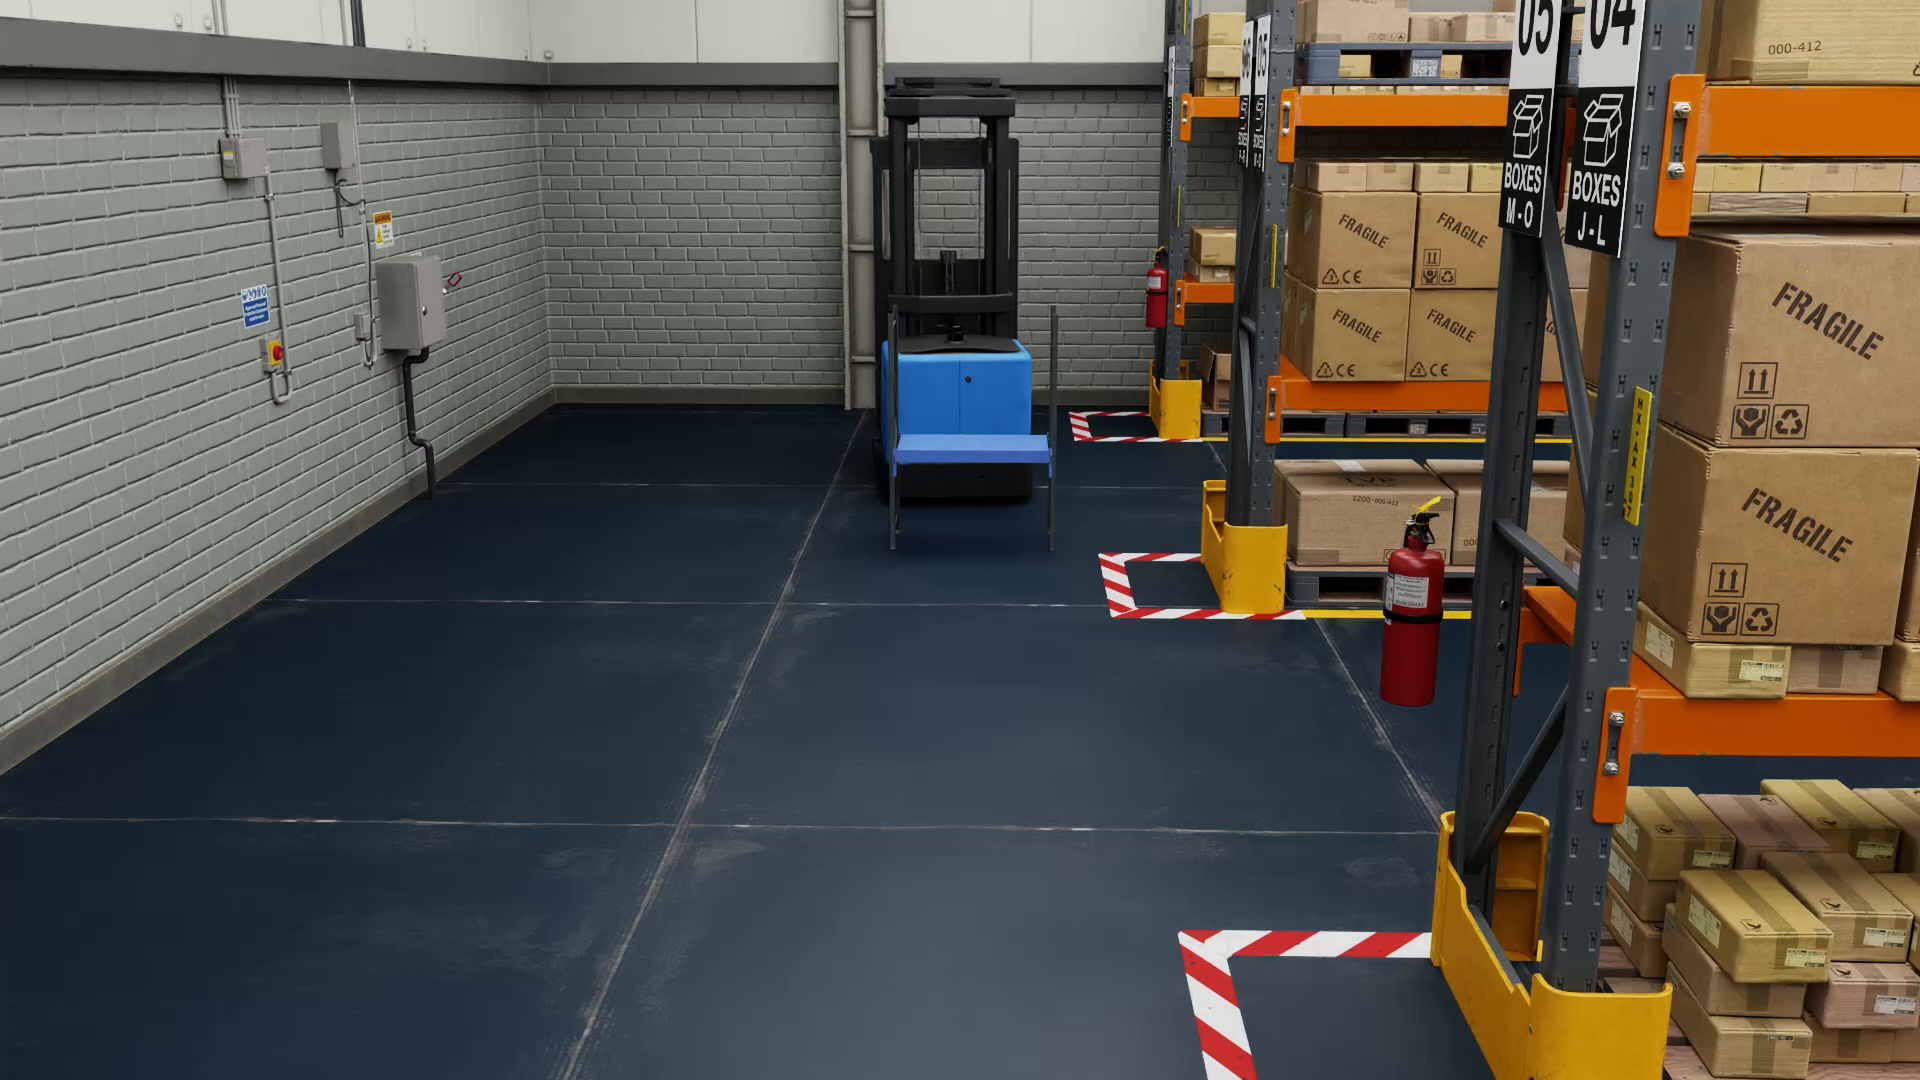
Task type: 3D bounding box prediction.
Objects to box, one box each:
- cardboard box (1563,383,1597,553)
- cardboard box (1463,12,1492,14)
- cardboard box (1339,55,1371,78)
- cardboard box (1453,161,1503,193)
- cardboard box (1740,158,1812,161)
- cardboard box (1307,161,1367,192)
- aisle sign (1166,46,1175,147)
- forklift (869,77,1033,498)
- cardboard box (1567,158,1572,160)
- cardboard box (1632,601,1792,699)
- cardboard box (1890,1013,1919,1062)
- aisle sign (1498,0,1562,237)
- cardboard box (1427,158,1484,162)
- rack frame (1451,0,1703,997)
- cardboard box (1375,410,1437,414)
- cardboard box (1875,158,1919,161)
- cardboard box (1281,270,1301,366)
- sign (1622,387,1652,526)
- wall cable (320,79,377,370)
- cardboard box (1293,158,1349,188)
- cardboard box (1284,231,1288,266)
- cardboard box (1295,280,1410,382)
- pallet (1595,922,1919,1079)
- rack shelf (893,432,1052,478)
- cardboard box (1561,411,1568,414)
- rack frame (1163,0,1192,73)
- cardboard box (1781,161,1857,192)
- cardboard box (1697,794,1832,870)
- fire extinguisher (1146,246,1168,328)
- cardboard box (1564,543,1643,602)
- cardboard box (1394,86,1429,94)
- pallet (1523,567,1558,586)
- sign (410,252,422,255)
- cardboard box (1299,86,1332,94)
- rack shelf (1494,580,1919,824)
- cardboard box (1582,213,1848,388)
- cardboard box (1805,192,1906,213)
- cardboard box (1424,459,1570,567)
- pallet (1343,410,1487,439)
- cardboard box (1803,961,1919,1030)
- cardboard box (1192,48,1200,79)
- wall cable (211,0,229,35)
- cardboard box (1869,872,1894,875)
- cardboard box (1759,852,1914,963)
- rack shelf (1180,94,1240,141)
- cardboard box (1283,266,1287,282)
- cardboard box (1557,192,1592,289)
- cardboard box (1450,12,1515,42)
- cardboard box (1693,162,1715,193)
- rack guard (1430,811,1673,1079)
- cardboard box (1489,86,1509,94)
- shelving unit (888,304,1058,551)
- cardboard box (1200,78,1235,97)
[{"bbox_3d":[2.110,-0.178,4.855,0.500,0.500,0.500,1,15,3],"label":"cardboard box"},{"bbox_3d":[4.276,-4.138,13.493,0.500,0.250,0.500,1,15,2],"label":"cardboard box"},{"bbox_3d":[3.259,-3.896,13.559,0.500,0.250,0.500,0,15,0],"label":"cardboard box"},{"bbox_3d":[2.811,-1.947,8.912,0.250,0.149,0.380,0,15,0],"label":"cardboard box"},{"bbox_3d":[4.609,-2.079,9.414,0.250,0.149,0.380,0,15,1],"label":"cardboard box"},{"bbox_3d":[2.027,-1.958,8.956,0.250,0.149,0.380,1,15,3],"label":"cardboard box"},{"bbox_3d":[1.726,-3.634,13.639,0.004,0.787,0.394,0,15,1],"label":"aisle sign"},{"bbox_3d":[-0.127,-2.034,12.805,1.130,2.935,3.031,-1,15,-5],"label":"forklift"},{"bbox_3d":[3.582,-2.079,9.414,0.250,0.149,0.380,1,15,3],"label":"cardboard box"},{"bbox_3d":[1.969,0.284,4.375,0.250,0.149,0.380,0,15,1],"label":"cardboard box"},{"bbox_3d":[2.682,1.318,4.729,0.250,0.149,0.380,1,15,2],"label":"cardboard box"},{"bbox_3d":[1.588,-1.257,4.628,0.004,0.787,0.394,0,15,1],"label":"aisle sign"},{"bbox_3d":[2.808,-2.092,9.463,0.250,0.149,0.380,1,15,3],"label":"cardboard box"},{"bbox_3d":[1.654,0.077,4.668,0.127,3.000,1.000,0,15,1],"label":"rack frame"},{"bbox_3d":[3.791,-1.374,14.243,0.500,0.500,0.500,1,15,2],"label":"cardboard box"},{"bbox_3d":[5.369,-2.074,9.392,0.250,0.149,0.380,0,15,1],"label":"cardboard box"},{"bbox_3d":[2.168,-1.299,9.686,0.500,0.500,0.500,0,15,2],"label":"cardboard box"},{"bbox_3d":[1.640,-0.203,4.033,0.005,0.325,0.100,0,15,1],"label":"sign"},{"bbox_3d":[-3.934,-2.070,10.813,0.122,1.984,0.588,0,15,1],"label":"wall cable"},{"bbox_3d":[2.043,-2.080,9.417,0.250,0.149,0.380,1,15,2],"label":"cardboard box"},{"bbox_3d":[2.753,-2.448,13.950,0.500,0.250,0.500,1,15,2],"label":"cardboard box"},{"bbox_3d":[2.152,-1.158,9.153,0.500,0.500,0.500,0,15,1],"label":"cardboard box"},{"bbox_3d":[2.541,1.440,4.967,1.213,0.211,1.003,0,15,1],"label":"pallet"},{"bbox_3d":[0.085,-0.551,10.692,1.000,0.185,0.538,0,15,1],"label":"rack shelf"},{"bbox_3d":[5.236,-1.179,14.194,0.250,0.149,0.380,0,15,0],"label":"cardboard box"},{"bbox_3d":[1.802,-5.353,13.488,0.127,3.000,1.000,0,15,1],"label":"rack frame"},{"bbox_3d":[4.598,-1.957,8.949,0.250,0.149,0.380,0,15,1],"label":"cardboard box"},{"bbox_3d":[2.439,0.920,5.072,0.250,0.149,0.380,1,15,3],"label":"cardboard box"},{"bbox_3d":[1.643,-2.117,13.867,0.183,0.674,0.296,0,15,1],"label":"fire extinguisher"},{"bbox_3d":[1.987,0.129,4.965,0.250,0.149,0.380,0,15,1],"label":"cardboard box"},{"bbox_3d":[3.645,-3.685,13.538,0.250,0.149,0.380,0,15,2],"label":"cardboard box"},{"bbox_3d":[3.697,0.156,9.834,1.213,0.211,1.003,0,15,1],"label":"pallet"},{"bbox_3d":[-3.953,-1.833,12.093,0.001,0.494,0.329,0,15,1],"label":"sign"},{"bbox_3d":[2.880,-3.690,13.560,0.250,0.149,0.380,1,15,3],"label":"cardboard box"},{"bbox_3d":[3.653,0.438,4.710,4.000,0.370,1.077,0,15,1],"label":"rack shelf"},{"bbox_3d":[2.118,-0.659,4.719,0.500,0.500,0.500,0,15,0],"label":"cardboard box"},{"bbox_3d":[4.692,-1.630,8.981,0.500,0.500,0.500,0,15,1],"label":"cardboard box"},{"bbox_3d":[3.257,-0.167,9.794,0.875,0.438,0.875,1,15,3],"label":"cardboard box"},{"bbox_3d":[3.892,-1.089,14.555,1.213,0.211,1.003,0,15,1],"label":"pallet"},{"bbox_3d":[2.443,1.194,4.618,0.250,0.149,0.380,0,15,1],"label":"cardboard box"},{"bbox_3d":[2.254,-4.040,14.104,0.500,0.250,0.500,0,15,0],"label":"cardboard box"},{"bbox_3d":[-4.014,-4.052,8.558,0.029,3.000,0.463,0,15,1],"label":"wall cable"},{"bbox_3d":[2.708,1.042,5.192,0.250,0.149,0.380,0,15,-1],"label":"cardboard box"},{"bbox_3d":[2.448,1.026,4.670,0.250,0.149,0.380,1,15,2],"label":"cardboard box"},{"bbox_3d":[3.802,-3.541,13.913,4.000,0.370,1.077,0,15,1],"label":"rack shelf"},{"bbox_3d":[2.643,-2.275,14.077,0.250,0.149,0.380,0,15,1],"label":"cardboard box"},{"bbox_3d":[3.183,-1.639,9.016,0.500,0.500,0.500,0,15,1],"label":"cardboard box"},{"bbox_3d":[2.761,-2.700,8.789,0.250,0.149,0.380,1,15,3],"label":"cardboard box"},{"bbox_3d":[3.839,-1.948,8.917,0.250,0.149,0.380,0,15,1],"label":"cardboard box"},{"bbox_3d":[1.730,1.286,4.985,0.348,0.500,1.175,0,15,1],"label":"rack guard"},{"bbox_3d":[4.409,-3.700,13.596,0.250,0.149,0.380,1,15,3],"label":"cardboard box"},{"bbox_3d":[0.085,-0.725,10.647,1.048,1.500,0.538,0,15,1],"label":"shelving unit"},{"bbox_3d":[2.115,-3.719,13.670,0.250,0.149,0.380,1,15,3],"label":"cardboard box"}]
